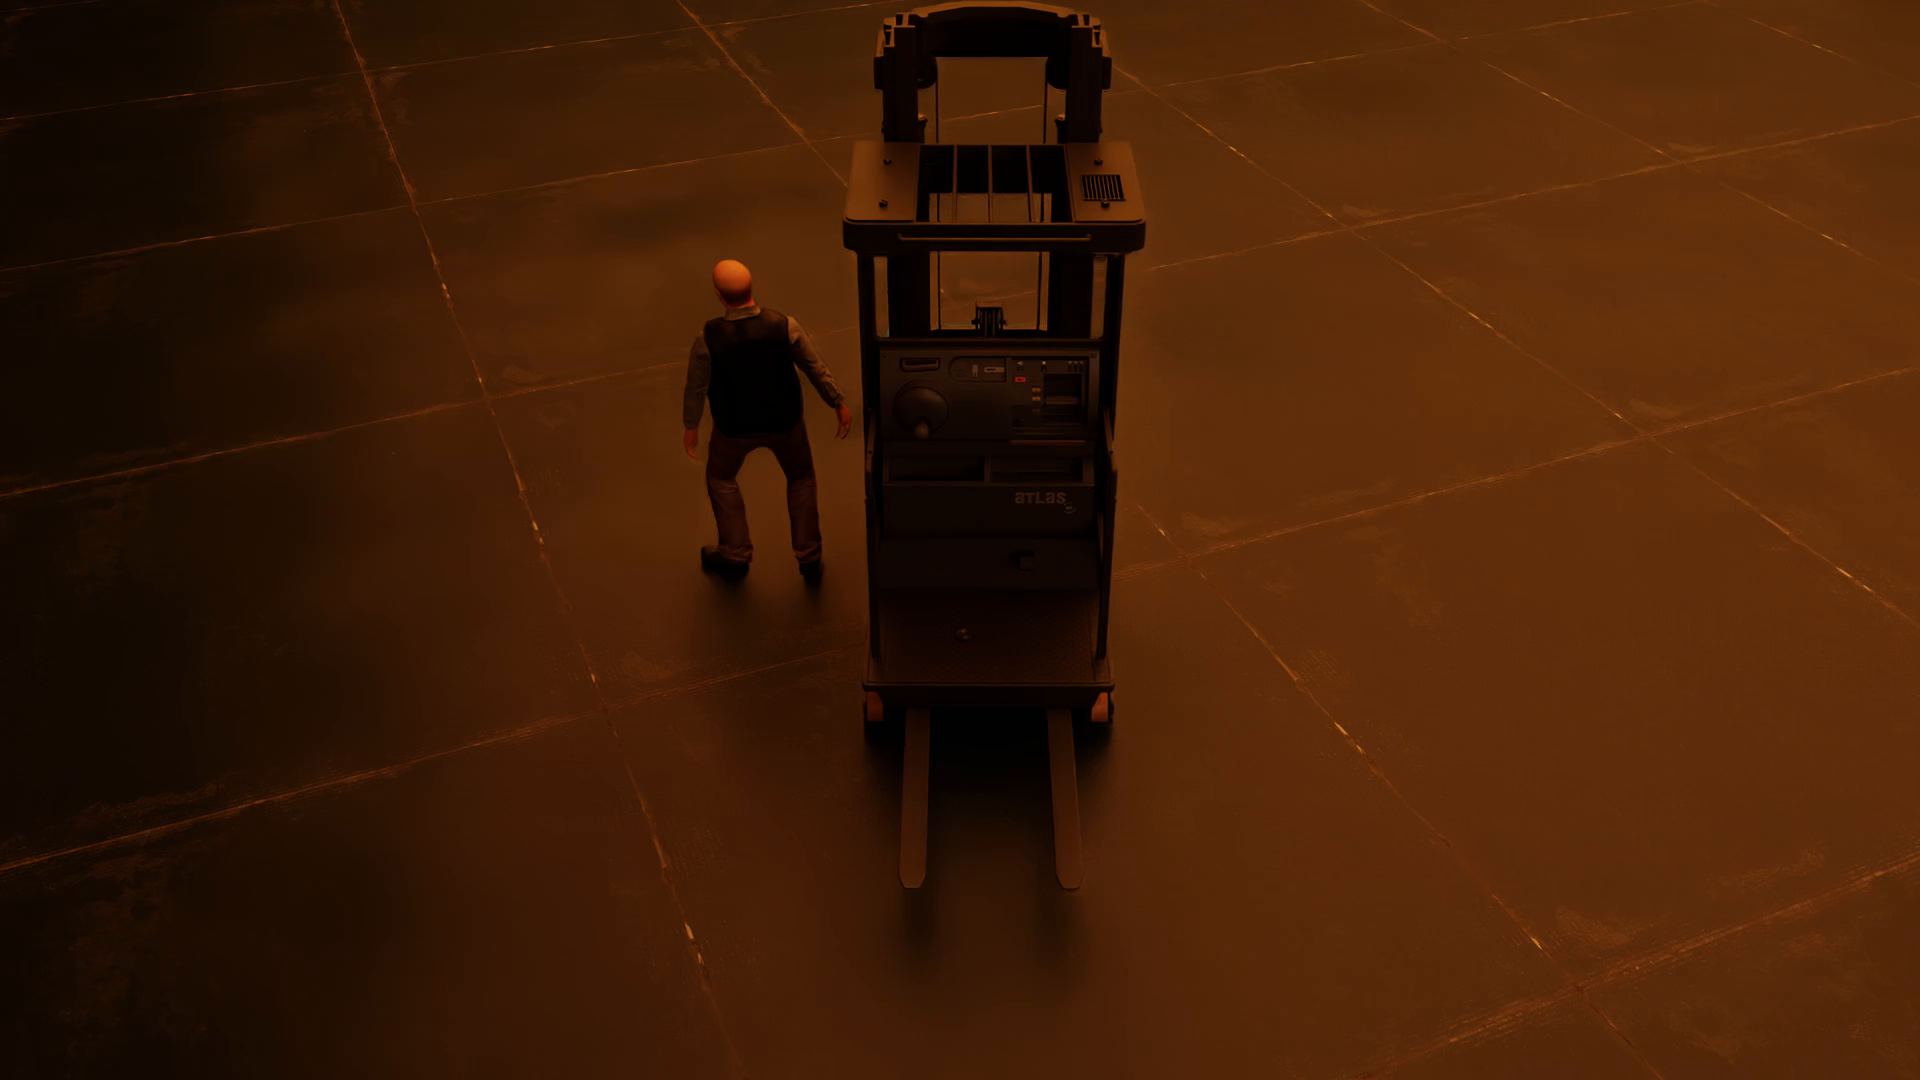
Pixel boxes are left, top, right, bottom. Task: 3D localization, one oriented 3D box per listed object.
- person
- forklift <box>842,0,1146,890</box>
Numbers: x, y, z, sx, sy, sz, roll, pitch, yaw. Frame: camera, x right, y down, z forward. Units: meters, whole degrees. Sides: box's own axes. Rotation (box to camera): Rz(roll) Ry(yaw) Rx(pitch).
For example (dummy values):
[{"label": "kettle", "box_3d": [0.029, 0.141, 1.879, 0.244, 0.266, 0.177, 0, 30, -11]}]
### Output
[{"label": "person", "box_3d": [-0.934, -0.573, 8.044, 0.815, 1.702, 0.394, -4, 36, -5]}, {"label": "forklift", "box_3d": [0.125, -0.555, 6.878, 1.130, 2.935, 3.031, 0, 35, 0]}]
